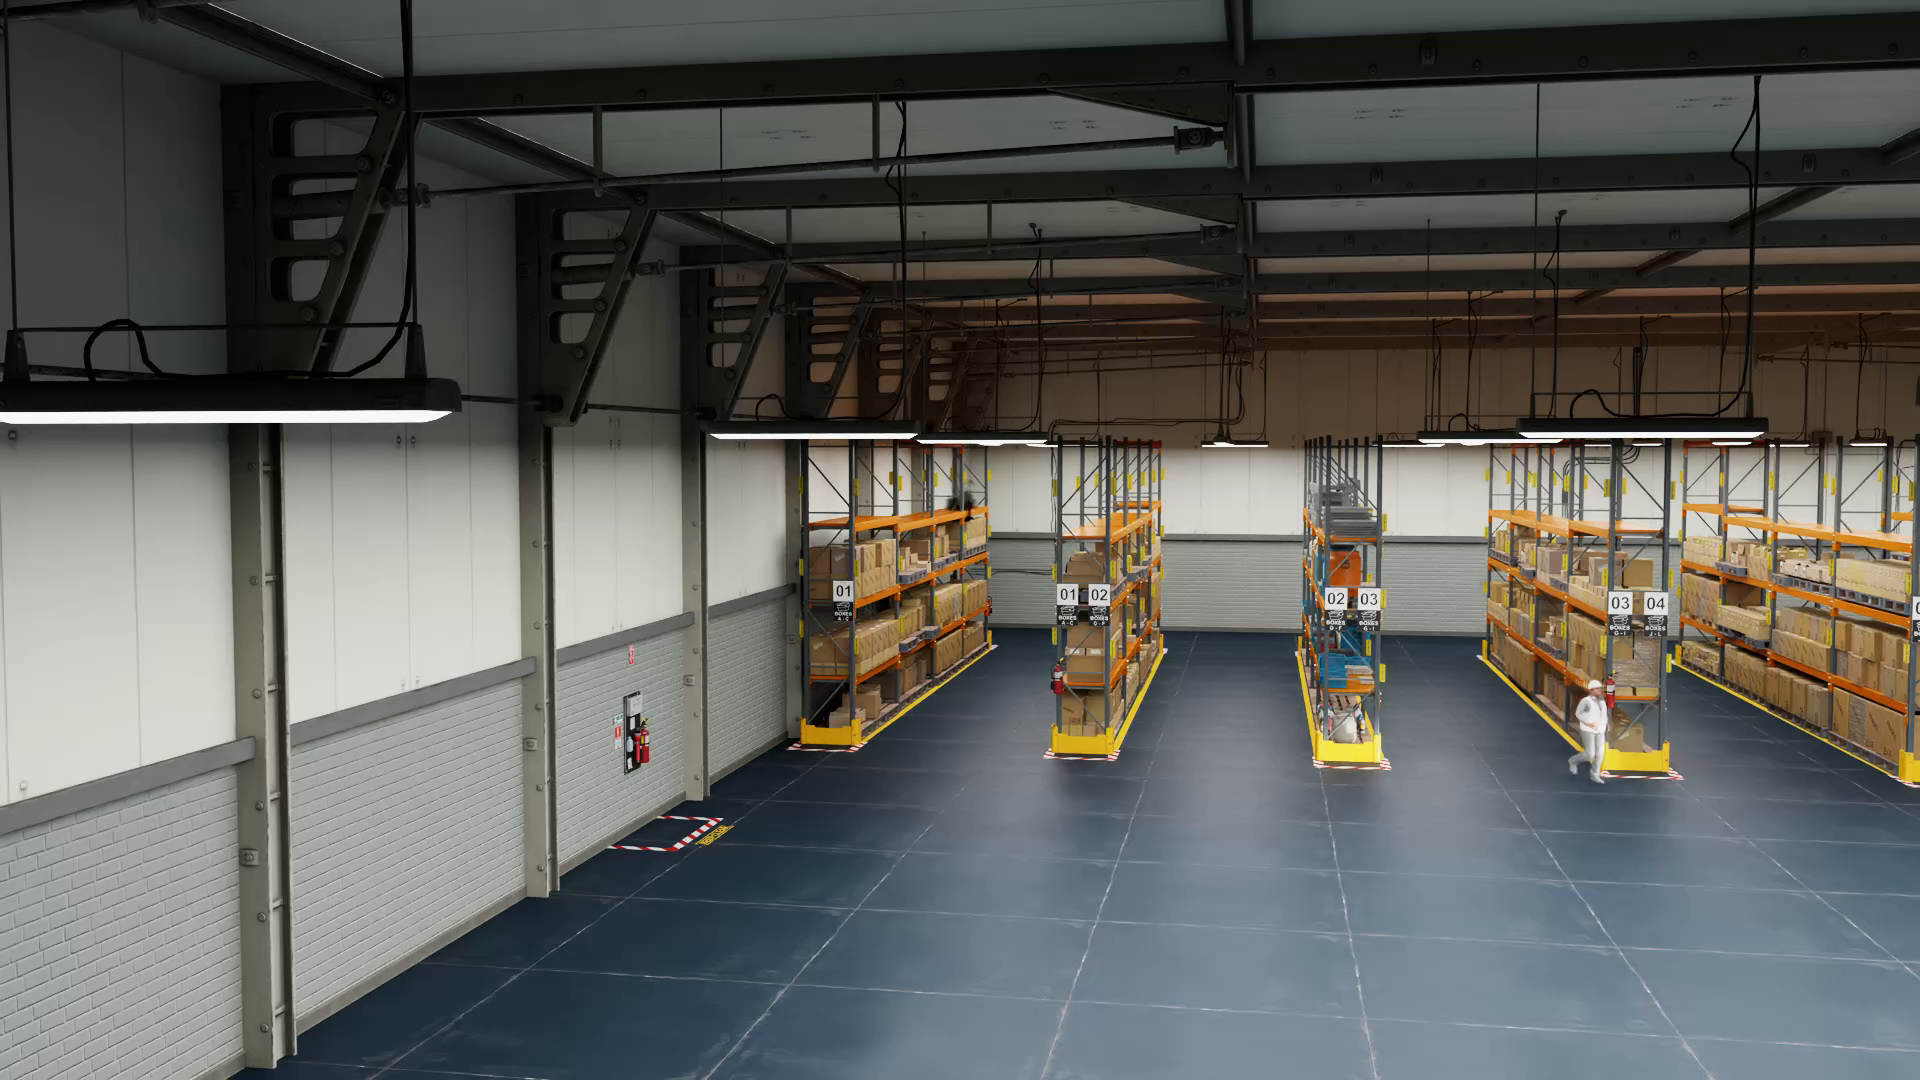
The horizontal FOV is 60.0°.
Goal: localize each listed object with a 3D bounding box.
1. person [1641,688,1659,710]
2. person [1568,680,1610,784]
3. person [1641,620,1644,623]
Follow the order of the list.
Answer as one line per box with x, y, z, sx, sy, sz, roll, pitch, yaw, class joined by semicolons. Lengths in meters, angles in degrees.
15.132;2.932;36.507;0.560;1.641;0.605;0;3;7;person
10.952;3.302;28.851;0.686;1.760;0.714;-1;3;-22;person
17.557;2.628;42.364;0.660;1.676;0.878;0;3;3;person
